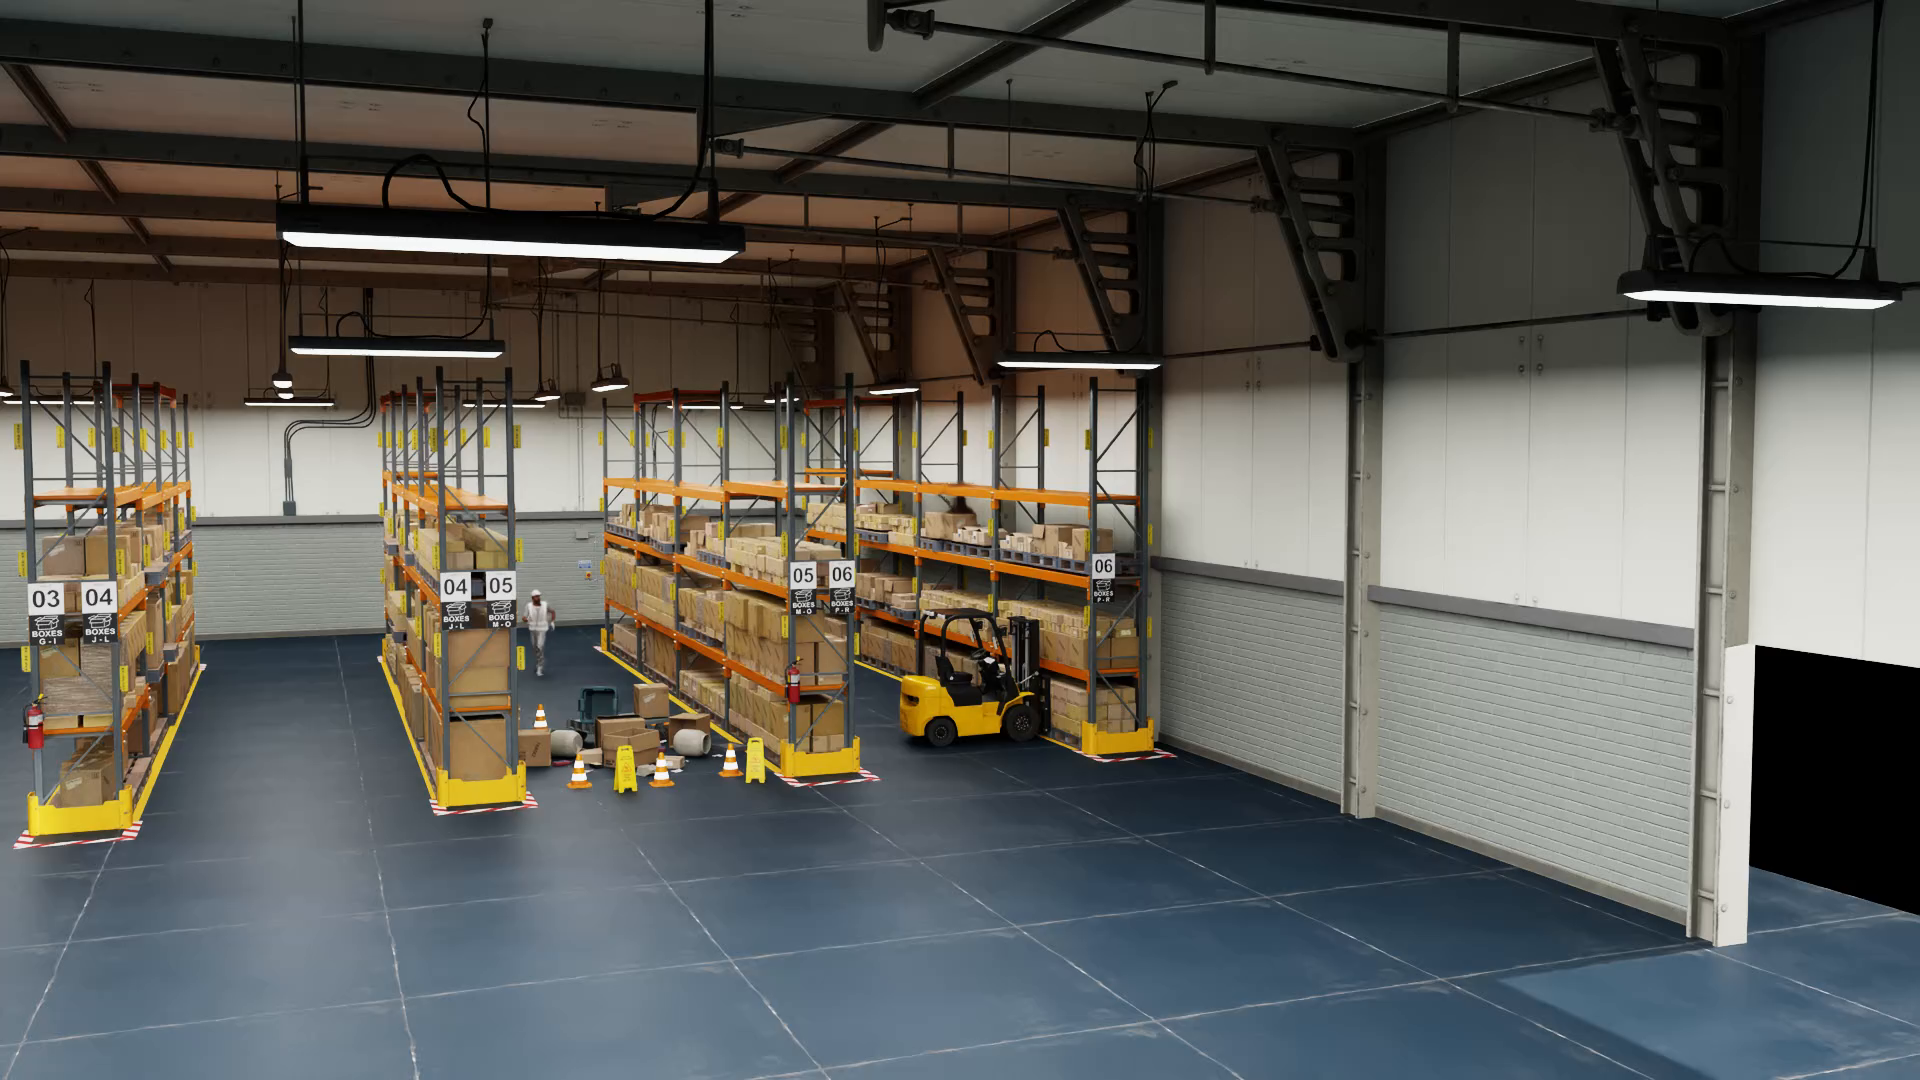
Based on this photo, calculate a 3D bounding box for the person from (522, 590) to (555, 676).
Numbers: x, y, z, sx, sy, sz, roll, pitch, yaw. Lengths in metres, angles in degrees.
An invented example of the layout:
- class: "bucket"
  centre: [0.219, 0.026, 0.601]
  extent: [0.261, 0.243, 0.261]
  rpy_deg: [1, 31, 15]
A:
- class: "person"
  centre: [-9.076, 1.973, 35.715]
  extent: [0.543, 1.819, 0.819]
  rpy_deg: [1, 4, 16]
